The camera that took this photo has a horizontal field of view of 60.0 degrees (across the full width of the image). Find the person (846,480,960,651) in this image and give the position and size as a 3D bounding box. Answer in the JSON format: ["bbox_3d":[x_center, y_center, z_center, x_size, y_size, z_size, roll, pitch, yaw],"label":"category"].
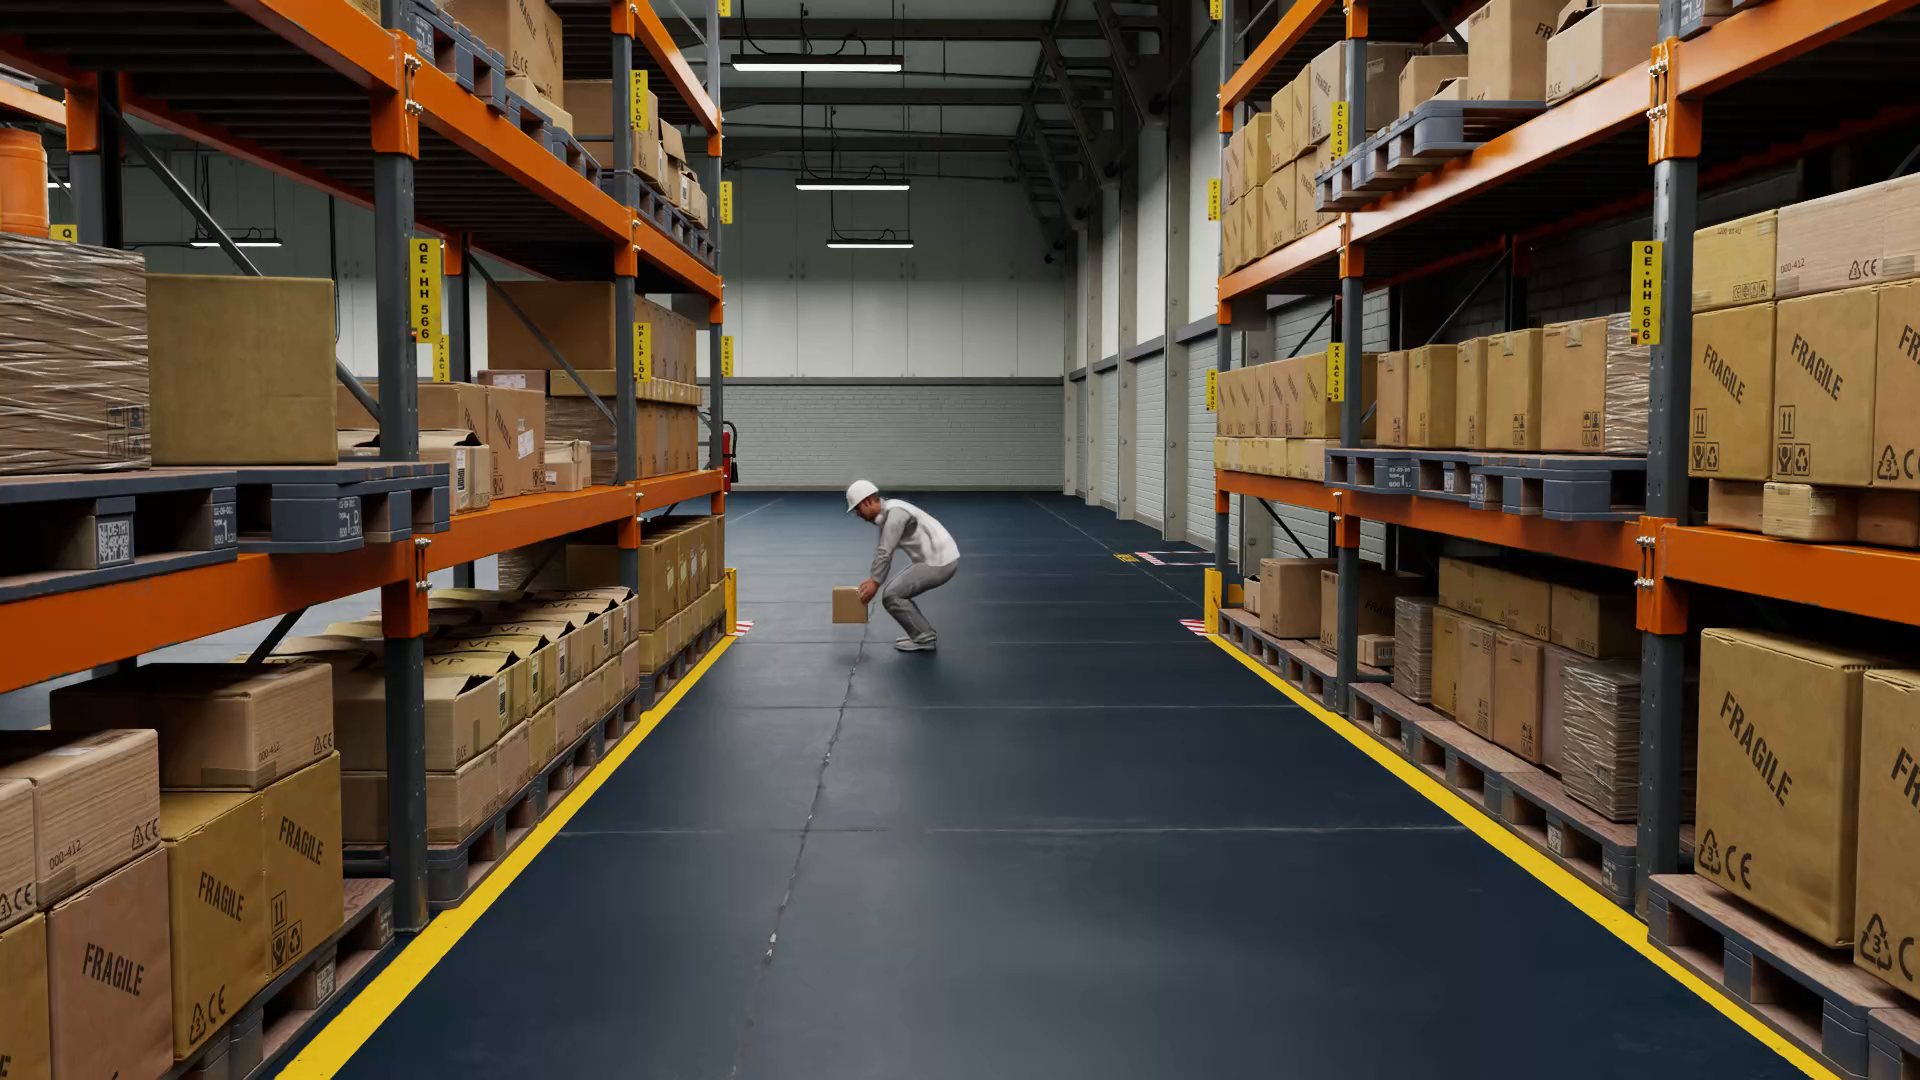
[{"bbox_3d":[-0.417,0.184,12.257,0.837,1.249,0.579,0,4,-1],"label":"person"}]
